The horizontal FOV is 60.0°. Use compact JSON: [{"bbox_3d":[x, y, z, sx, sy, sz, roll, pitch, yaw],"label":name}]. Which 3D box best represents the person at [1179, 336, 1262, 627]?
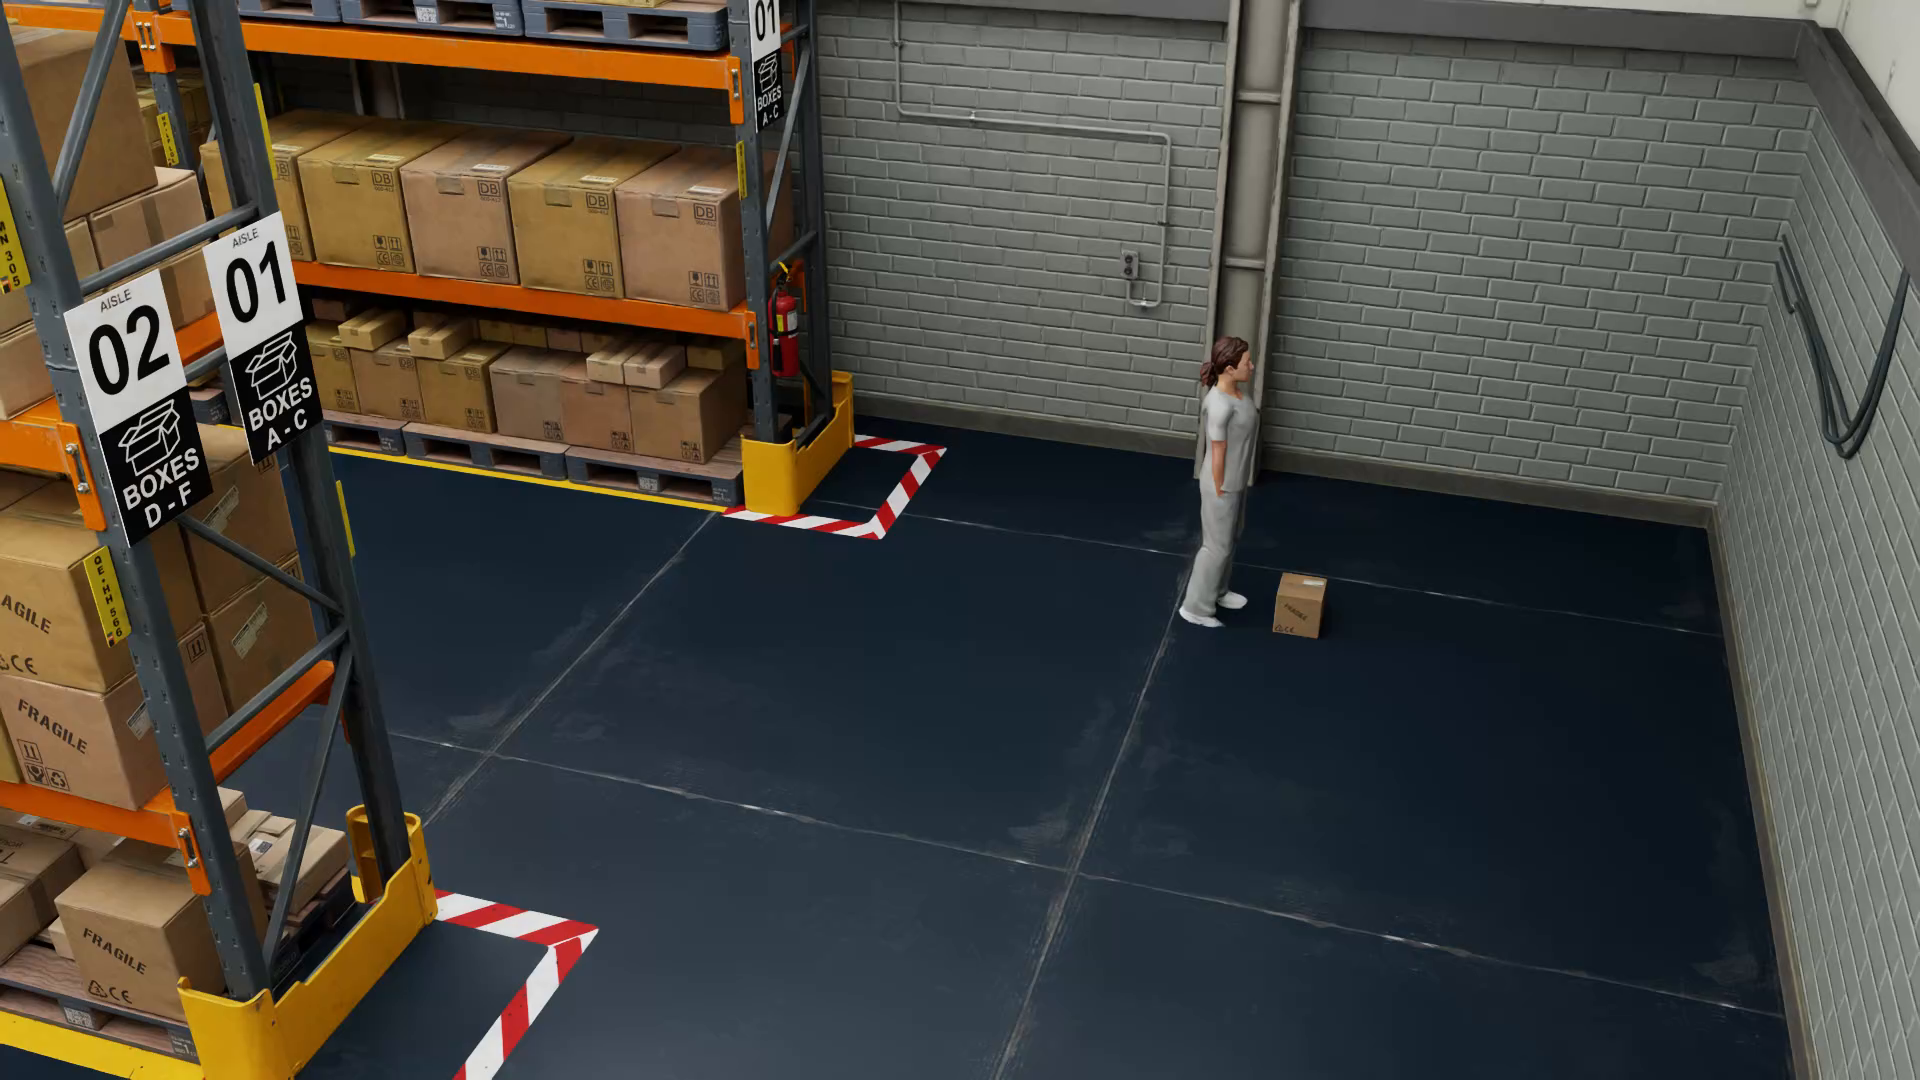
[{"bbox_3d":[1.439,-0.306,9.109,0.366,1.717,0.437,9,31,16],"label":"person"}]
